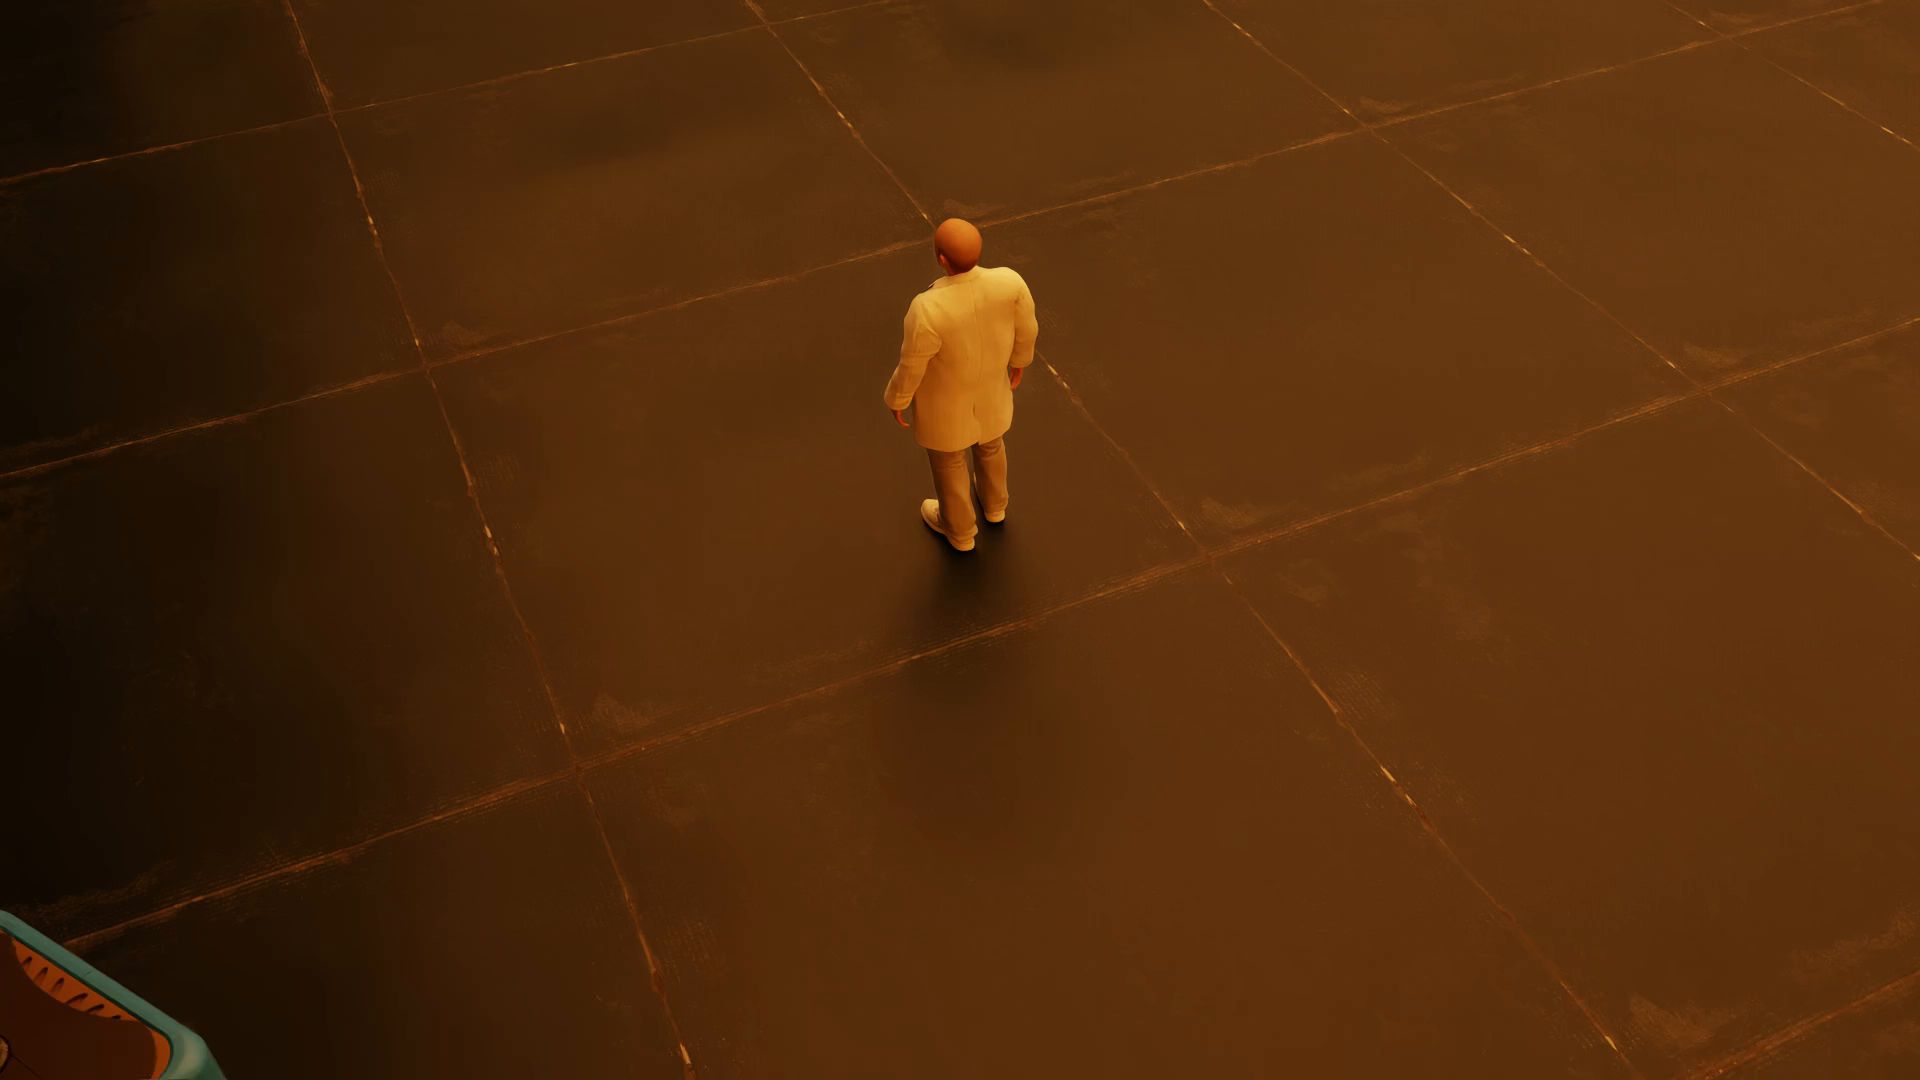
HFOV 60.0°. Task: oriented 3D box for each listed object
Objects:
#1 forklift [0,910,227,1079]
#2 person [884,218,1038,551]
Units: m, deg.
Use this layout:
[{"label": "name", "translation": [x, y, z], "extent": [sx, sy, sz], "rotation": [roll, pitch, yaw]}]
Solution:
[{"label": "forklift", "translation": [-3.305, 1.853, 3.695], "extent": [1.130, 2.935, 3.031], "rotation": [22, 47, 22]}, {"label": "person", "translation": [-0.033, -0.712, 7.279], "extent": [0.696, 1.775, 0.581], "rotation": [-18, 46, -18]}]
